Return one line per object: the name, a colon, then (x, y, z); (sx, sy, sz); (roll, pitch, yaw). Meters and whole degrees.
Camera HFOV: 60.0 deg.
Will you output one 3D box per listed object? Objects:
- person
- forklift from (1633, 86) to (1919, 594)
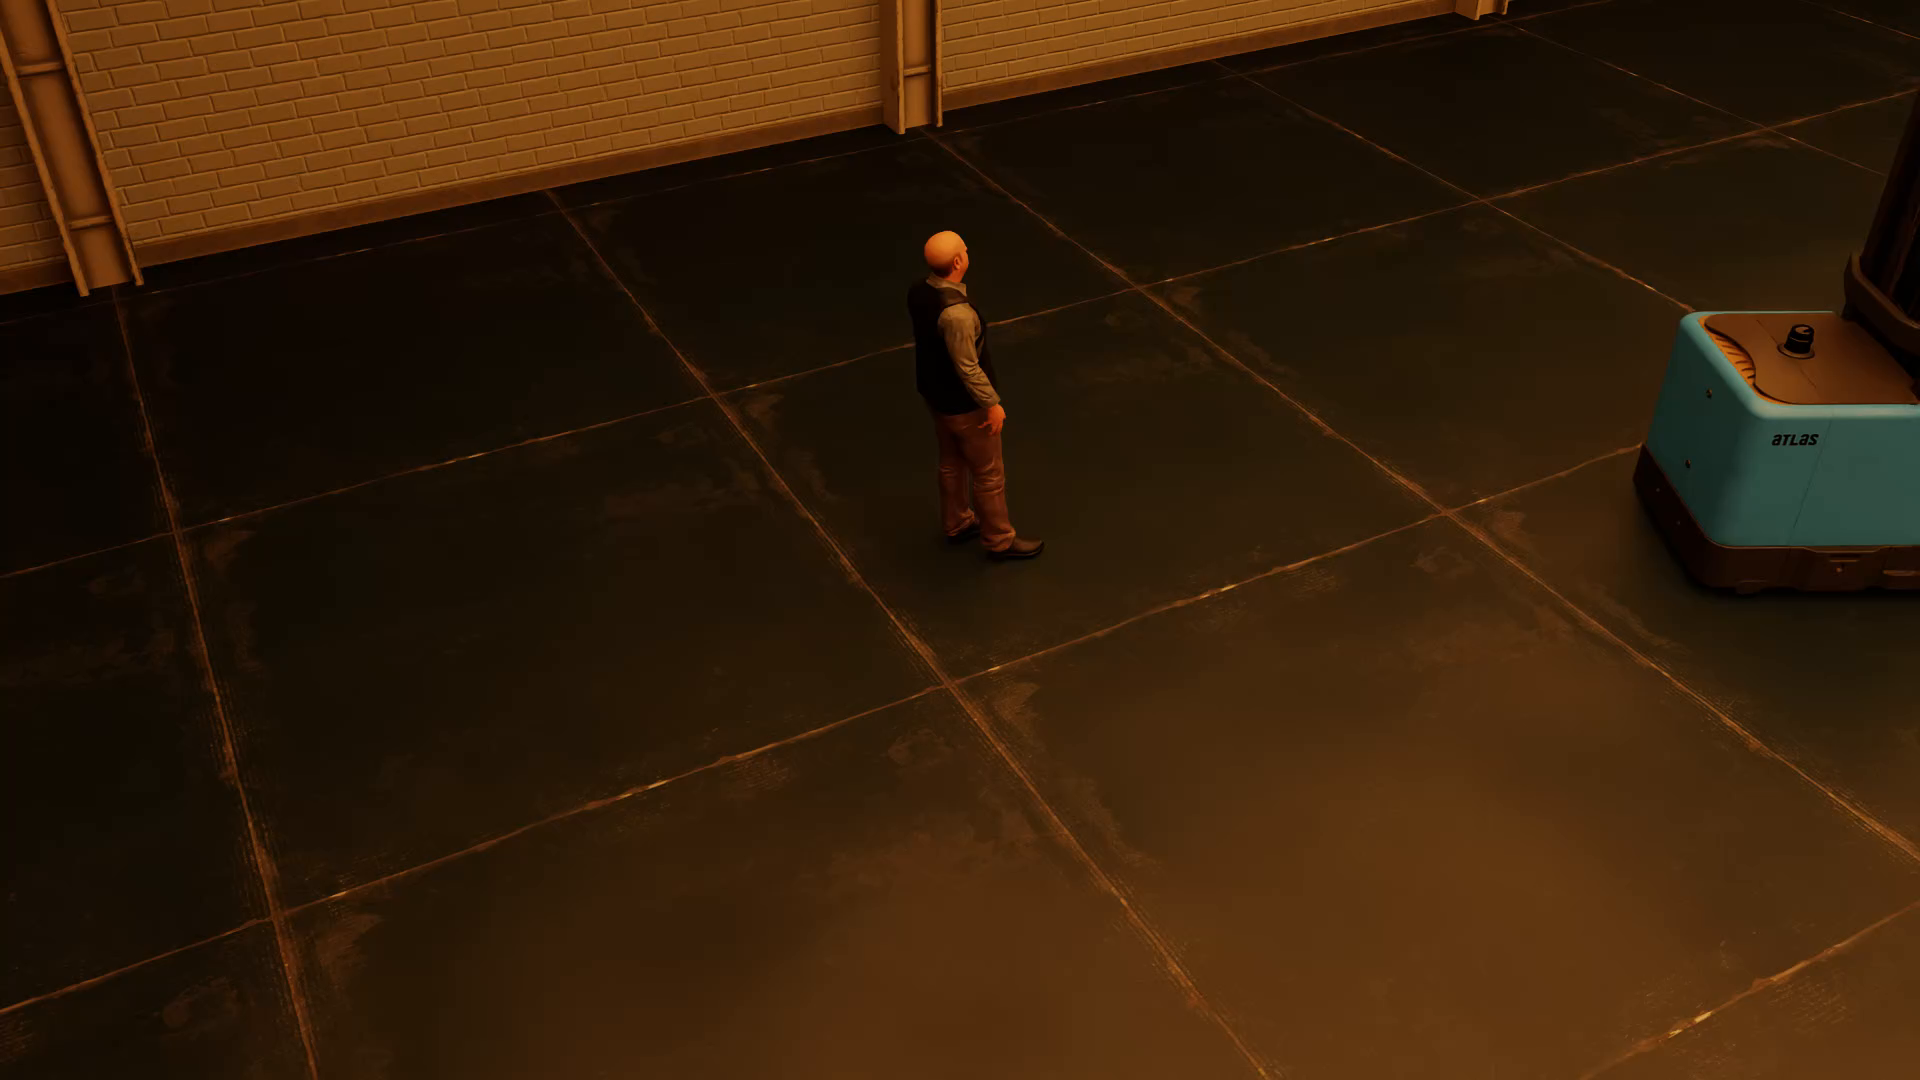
person: (0.058, -0.721, 8.179); (0.568, 1.720, 0.632); (-17, 39, -23)
forklift: (5.158, -1.219, 7.847); (3.031, 2.935, 1.130); (-1, 35, -1)
